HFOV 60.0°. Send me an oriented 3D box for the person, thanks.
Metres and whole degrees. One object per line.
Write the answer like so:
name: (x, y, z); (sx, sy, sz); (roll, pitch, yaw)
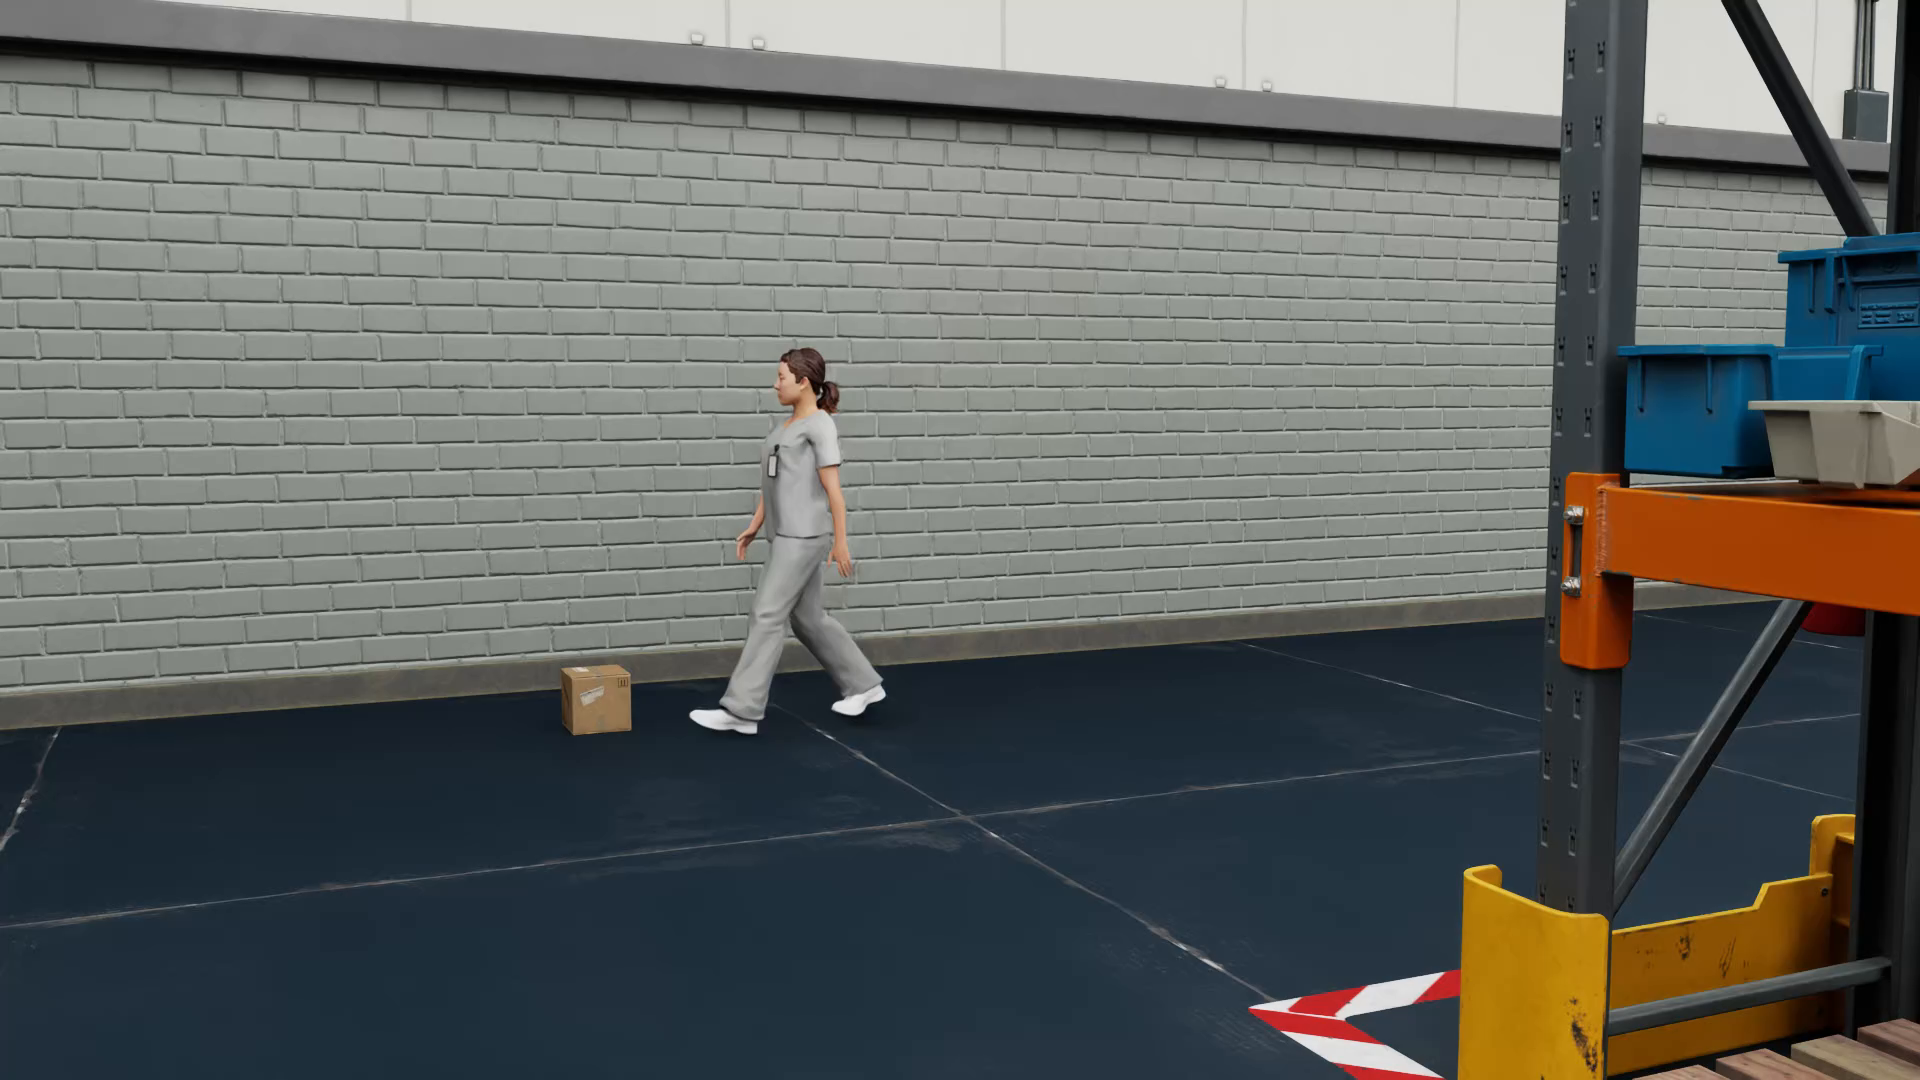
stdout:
person: (-0.728, -0.005, 7.123); (0.933, 1.631, 0.502); (-3, 6, -26)
